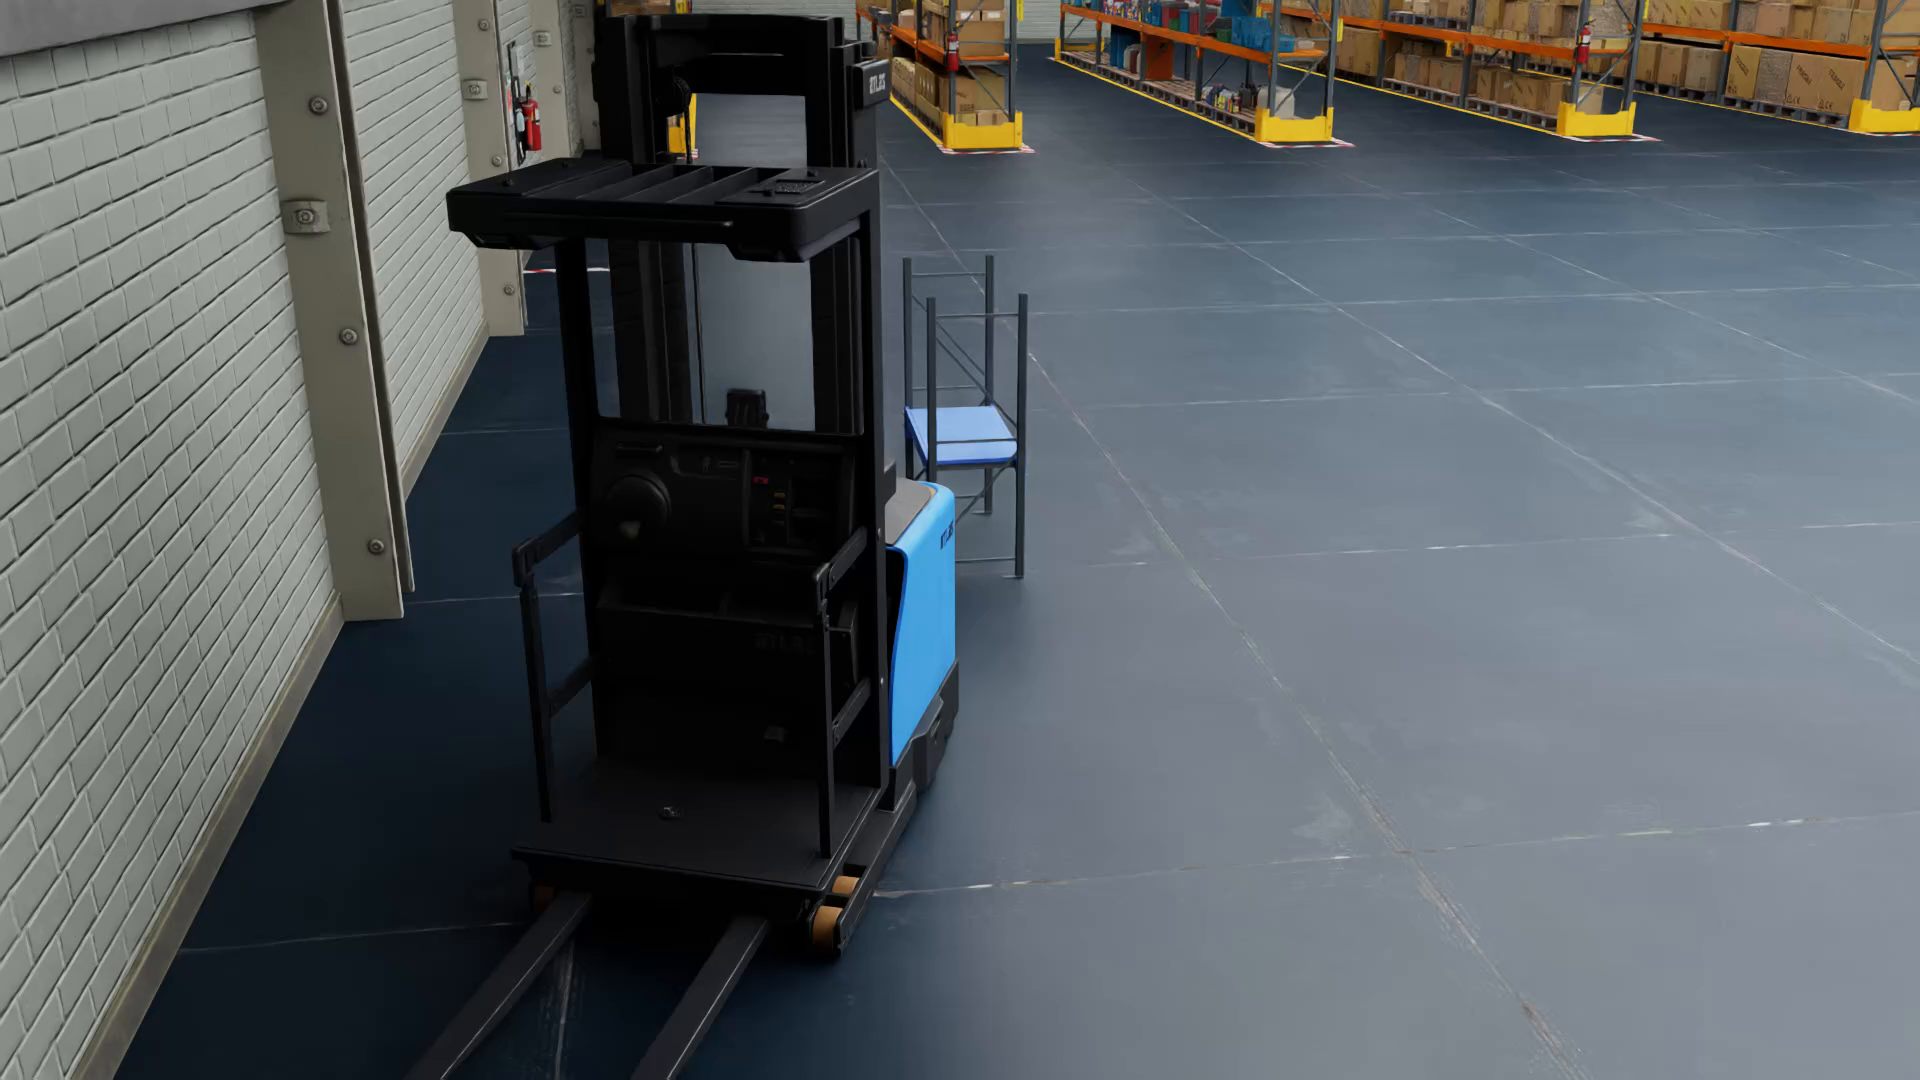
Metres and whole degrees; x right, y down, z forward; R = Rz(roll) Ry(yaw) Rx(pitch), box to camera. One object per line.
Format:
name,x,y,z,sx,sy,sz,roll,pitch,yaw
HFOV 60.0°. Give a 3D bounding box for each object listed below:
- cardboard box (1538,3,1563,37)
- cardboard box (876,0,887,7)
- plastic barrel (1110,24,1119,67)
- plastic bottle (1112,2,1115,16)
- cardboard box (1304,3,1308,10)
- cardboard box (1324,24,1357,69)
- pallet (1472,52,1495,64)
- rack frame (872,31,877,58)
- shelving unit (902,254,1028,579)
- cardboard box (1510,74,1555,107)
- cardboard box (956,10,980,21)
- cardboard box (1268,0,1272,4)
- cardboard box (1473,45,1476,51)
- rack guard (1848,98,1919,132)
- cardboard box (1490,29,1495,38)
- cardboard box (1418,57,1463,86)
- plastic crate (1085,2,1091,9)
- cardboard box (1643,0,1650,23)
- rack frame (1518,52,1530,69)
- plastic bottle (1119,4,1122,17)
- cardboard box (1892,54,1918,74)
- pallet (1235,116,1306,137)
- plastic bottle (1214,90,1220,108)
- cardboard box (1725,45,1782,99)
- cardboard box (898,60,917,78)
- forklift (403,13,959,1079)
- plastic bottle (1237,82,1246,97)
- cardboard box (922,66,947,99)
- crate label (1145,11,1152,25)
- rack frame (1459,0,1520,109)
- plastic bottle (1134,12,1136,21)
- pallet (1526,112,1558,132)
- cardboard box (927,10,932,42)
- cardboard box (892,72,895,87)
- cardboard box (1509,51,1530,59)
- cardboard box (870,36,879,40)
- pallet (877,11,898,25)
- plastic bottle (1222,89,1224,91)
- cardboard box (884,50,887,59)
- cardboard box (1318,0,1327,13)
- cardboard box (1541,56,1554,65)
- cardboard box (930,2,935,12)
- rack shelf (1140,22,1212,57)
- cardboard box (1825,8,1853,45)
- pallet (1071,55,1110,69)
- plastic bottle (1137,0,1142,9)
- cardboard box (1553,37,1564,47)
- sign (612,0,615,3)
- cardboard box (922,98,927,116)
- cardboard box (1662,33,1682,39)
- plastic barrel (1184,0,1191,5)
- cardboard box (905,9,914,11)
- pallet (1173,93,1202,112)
cardboard box,9.897,-8.410,26.877,0.875,0.500,0.500,-3,21,-8
cardboard box,-1.385,-11.354,34.586,0.700,0.500,0.500,0,20,1
plastic barrel,3.570,-10.794,36.228,0.600,0.901,0.708,-3,21,-8
plastic bottle,3.267,-11.259,35.240,0.061,0.283,0.133,-3,21,-8
cardboard box,8.004,-12.080,37.631,0.380,0.149,0.250,-3,21,-7
cardboard box,8.651,-10.691,35.989,1.225,0.875,0.875,-4,21,-10
pallet,13.021,-11.582,39.925,1.003,0.211,1.213,-3,21,-8
rack frame,-1.394,-11.521,35.775,1.000,3.000,0.127,-3,21,-8
shelving unit,0.012,-0.673,8.875,0.538,1.500,1.048,-3,21,-8
cardboard box,9.838,-7.726,28.586,0.500,0.500,0.500,-5,21,-13
cardboard box,0.092,-7.840,24.849,0.380,0.149,0.250,-3,21,-9
cardboard box,7.633,-12.970,40.013,0.380,0.149,0.250,-3,21,-9
cardboard box,12.604,-12.017,40.577,0.380,0.149,0.250,-3,21,-7
rack guard,15.066,-6.900,26.977,1.175,0.500,0.348,-3,21,-8
cardboard box,9.428,-8.784,28.806,0.380,0.149,0.250,-3,21,-8
cardboard box,9.284,-9.051,32.106,0.700,0.500,0.500,-1,21,-3
plastic crate,3.081,-12.043,37.480,0.437,0.125,0.590,-3,21,-8
cardboard box,13.783,-10.551,33.037,0.500,0.500,0.500,-3,21,-8
rack frame,13.332,-12.234,37.686,1.000,3.000,0.127,-3,21,-8
plastic bottle,3.369,-11.054,34.708,0.097,0.271,0.097,0,20,0
cardboard box,17.612,-8.833,31.068,0.500,0.500,0.500,-3,21,-8
pallet,5.069,-6.614,26.623,1.003,0.211,1.213,-3,21,-8
plastic bottle,4.377,-7.508,28.285,0.061,0.283,0.133,-2,21,-5
cardboard box,14.507,-8.445,29.975,0.875,0.875,0.875,-3,21,-7
cardboard box,-0.877,-8.753,30.893,0.500,0.311,0.500,-3,21,-9
forklift,-0.850,-0.138,5.397,1.130,2.935,3.031,5,21,13
plastic bottle,4.897,-7.749,28.834,0.144,0.351,0.185,-3,21,-8
cardboard box,-0.339,-7.488,27.237,0.500,0.500,0.500,-3,21,-8
crate label,3.775,-10.141,32.321,0.303,0.233,0.416,-3,21,-8
rack frame,9.563,-9.249,29.694,1.000,3.000,0.127,-3,21,-8
plastic bottle,3.559,-10.564,33.498,0.097,0.201,0.097,0,20,0
pallet,10.046,-6.868,27.302,1.003,0.211,1.213,-3,21,-8
cardboard box,-0.170,-8.645,27.931,0.700,0.500,0.500,-3,21,-9
cardboard box,-1.032,-8.848,31.950,0.500,0.250,0.500,-3,21,-8
cardboard box,12.939,-11.214,38.429,0.380,0.149,0.250,-3,21,-7
cardboard box,-1.670,-11.208,37.876,0.797,0.503,0.637,-3,21,-8
pallet,-0.984,-10.277,32.720,1.213,0.211,1.003,-3,21,-8
plastic bottle,4.508,-7.583,28.503,0.097,0.271,0.097,0,20,0
cardboard box,-1.259,-9.662,33.743,0.500,0.500,0.500,-4,21,-10
cardboard box,8.229,-11.894,36.632,0.500,0.500,0.500,-3,21,-8
cardboard box,13.254,-10.808,36.839,0.500,0.500,0.500,-2,21,-5
cardboard box,-0.279,-8.732,27.238,0.380,0.149,0.250,-3,21,-8
rack shelf,4.373,-9.355,31.005,1.077,0.370,4.000,-3,21,-8
cardboard box,14.863,-8.465,27.380,0.875,0.550,0.550,-3,21,-8
pallet,3.185,-11.139,38.739,1.003,0.211,1.213,-3,21,-8
plastic bottle,3.849,-11.373,35.451,0.144,0.351,0.185,-3,21,-8
cardboard box,9.772,-8.006,26.722,0.380,0.149,0.250,-3,21,-8
sign,-5.691,-9.013,27.406,0.100,0.325,0.005,-3,21,-8
cardboard box,-0.340,-7.137,27.368,0.500,0.250,0.500,-3,21,-8
cardboard box,17.974,-12.361,41.085,0.875,0.438,0.875,-2,21,-6
plastic barrel,4.445,-10.091,31.788,0.421,0.512,0.421,0,20,0
cardboard box,-0.808,-9.966,31.740,0.500,0.311,0.500,-2,21,-4
pallet,4.510,-7.963,30.235,1.003,0.211,1.213,-3,21,-8
